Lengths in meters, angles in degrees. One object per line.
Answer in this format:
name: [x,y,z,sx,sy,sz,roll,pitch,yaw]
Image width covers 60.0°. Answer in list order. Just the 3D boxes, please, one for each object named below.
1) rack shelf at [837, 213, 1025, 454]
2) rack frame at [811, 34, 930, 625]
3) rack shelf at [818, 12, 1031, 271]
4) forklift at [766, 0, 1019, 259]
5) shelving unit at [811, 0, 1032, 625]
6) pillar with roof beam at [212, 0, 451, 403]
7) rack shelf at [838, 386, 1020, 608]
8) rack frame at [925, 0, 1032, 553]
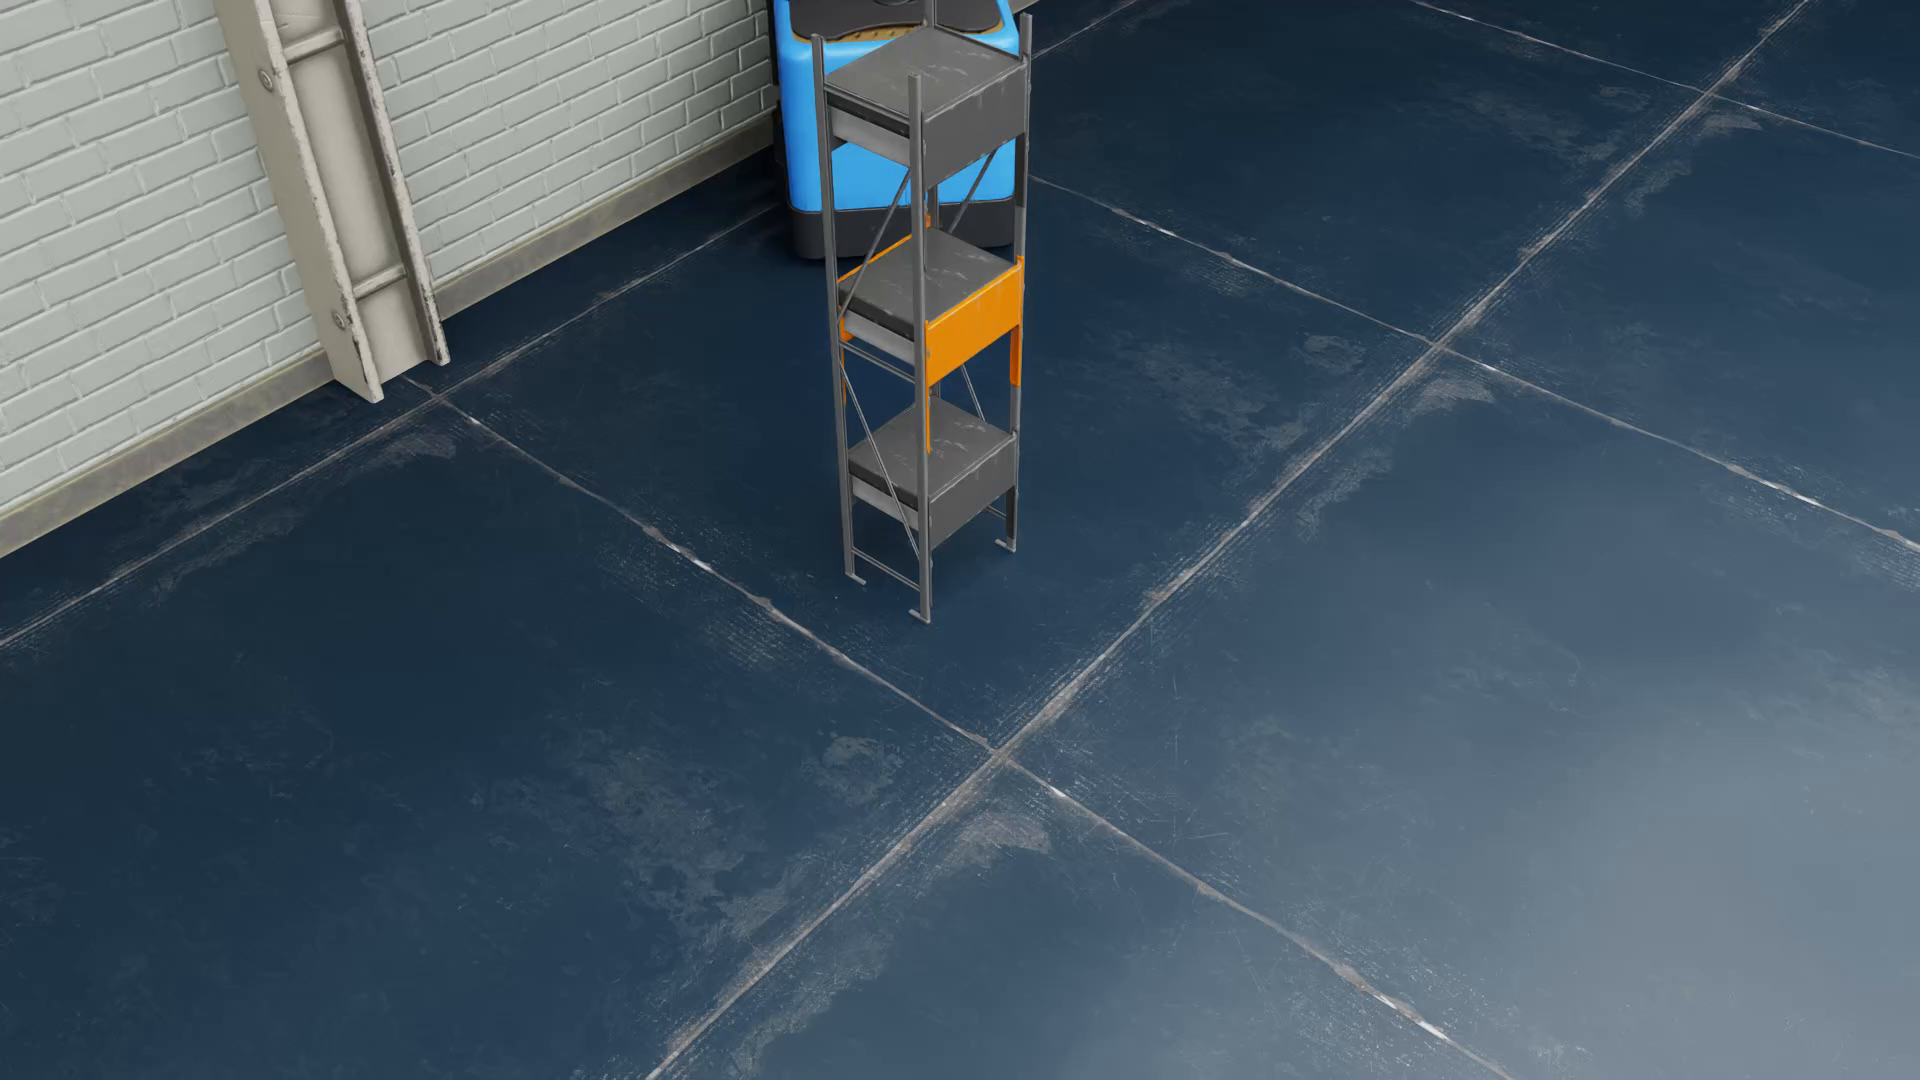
rack shelf: [-0.107,-0.682,5.459,0.431,0.518,0.480,29,50,28]
rack frame: [-0.264,-0.566,5.312,0.400,2.100,0.015,29,50,28]
rack shelf: [-0.107,-1.199,4.988,0.431,0.518,0.480,29,50,28]
forklift: [-0.429,-3.352,7.757,1.130,2.935,3.031,-5,43,-5]
shelving unit: [-0.107,-0.692,5.450,0.431,2.100,0.503,29,50,28]
pillar with roof beam: [0.882,-2.196,1.976,9.100,9.000,0.400,29,50,28]
rack shelf: [-0.107,-0.164,5.930,0.431,0.518,0.480,29,50,28]
rack frame: [0.050,-0.817,5.588,0.400,2.100,0.015,29,50,28]
